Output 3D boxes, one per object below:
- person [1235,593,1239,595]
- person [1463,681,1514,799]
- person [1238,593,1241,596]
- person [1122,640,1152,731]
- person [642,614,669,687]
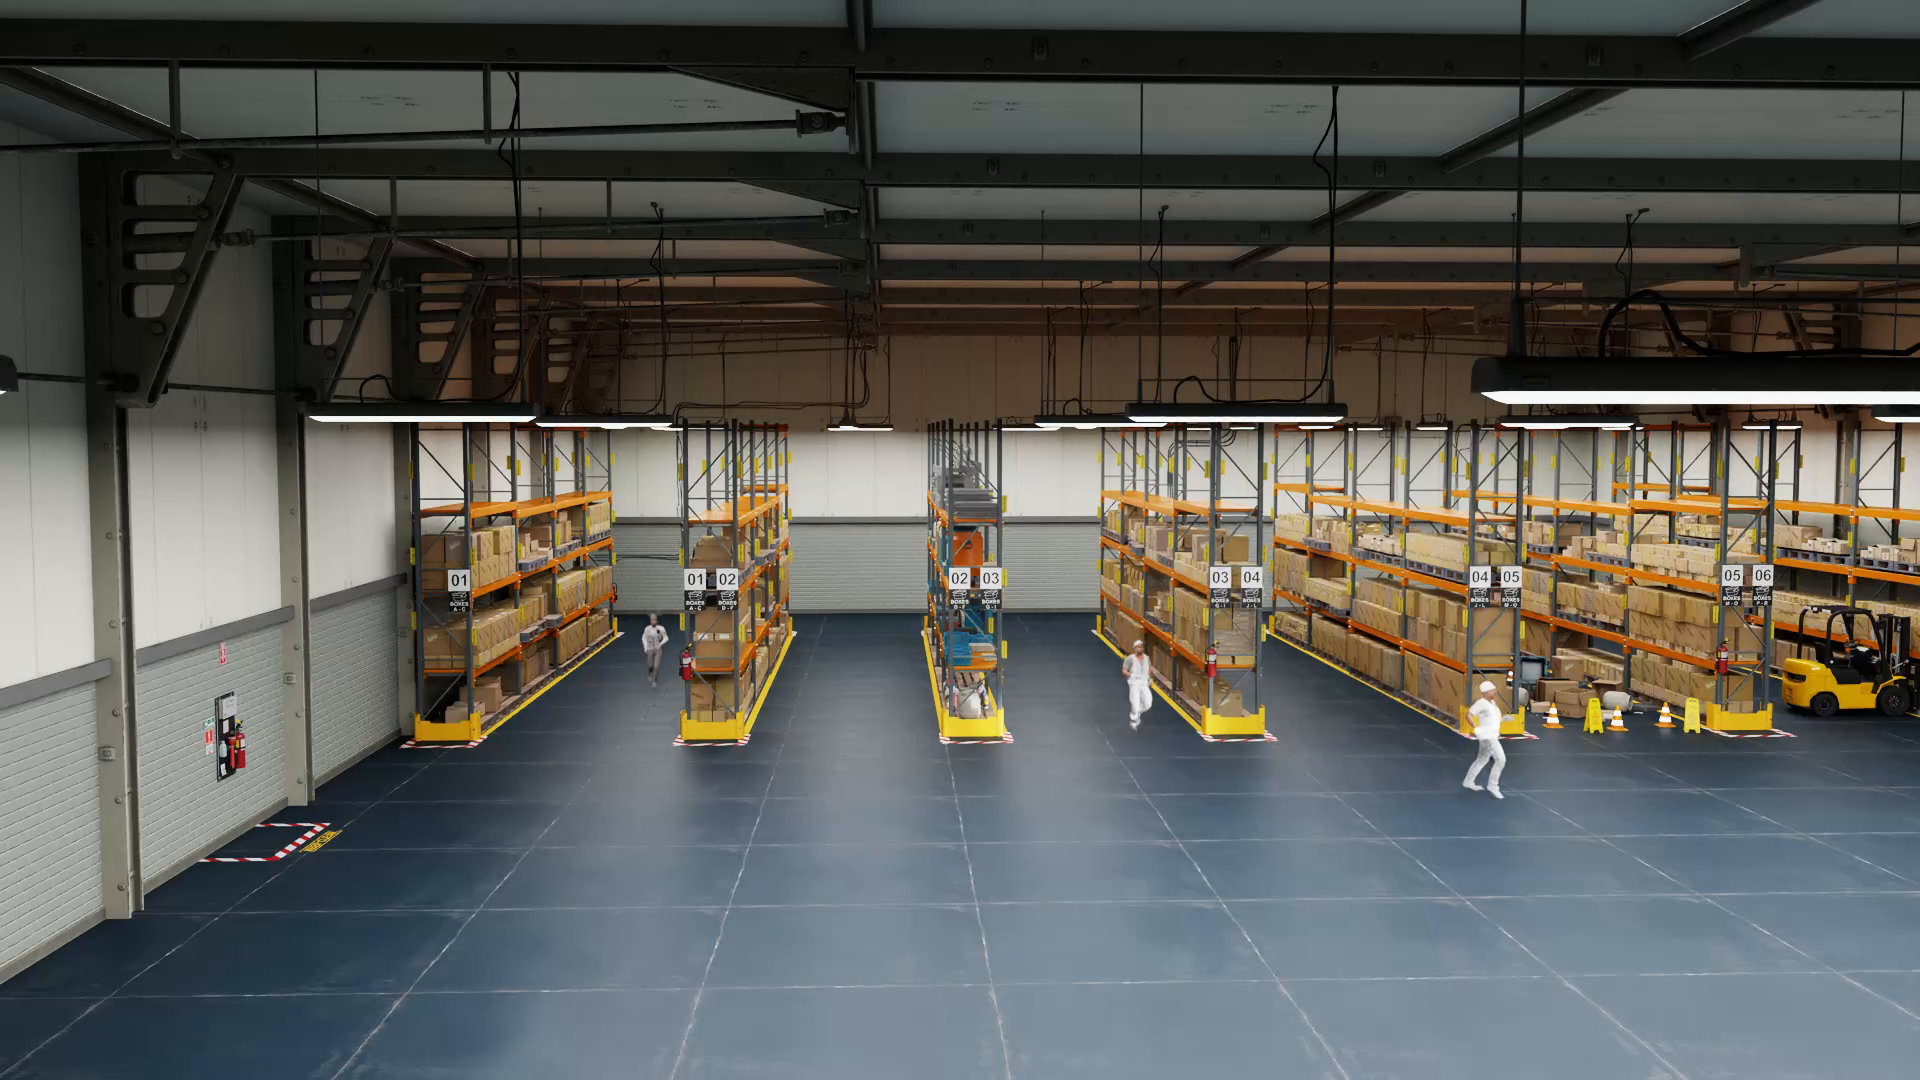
[{"bbox_3d":[7.767,1.930,47.115,0.556,1.622,0.650,0,4,3],"label":"person"},{"bbox_3d":[8.333,3.151,26.235,0.768,1.843,0.657,2,4,25],"label":"person"},{"bbox_3d":[7.824,1.987,45.762,0.544,1.592,0.892,-1,4,-8],"label":"person"},{"bbox_3d":[3.446,2.798,31.939,0.665,1.748,0.599,-1,4,-21],"label":"person"},{"bbox_3d":[-6.895,2.492,37.593,0.605,1.669,0.569,0,4,-3],"label":"person"}]
